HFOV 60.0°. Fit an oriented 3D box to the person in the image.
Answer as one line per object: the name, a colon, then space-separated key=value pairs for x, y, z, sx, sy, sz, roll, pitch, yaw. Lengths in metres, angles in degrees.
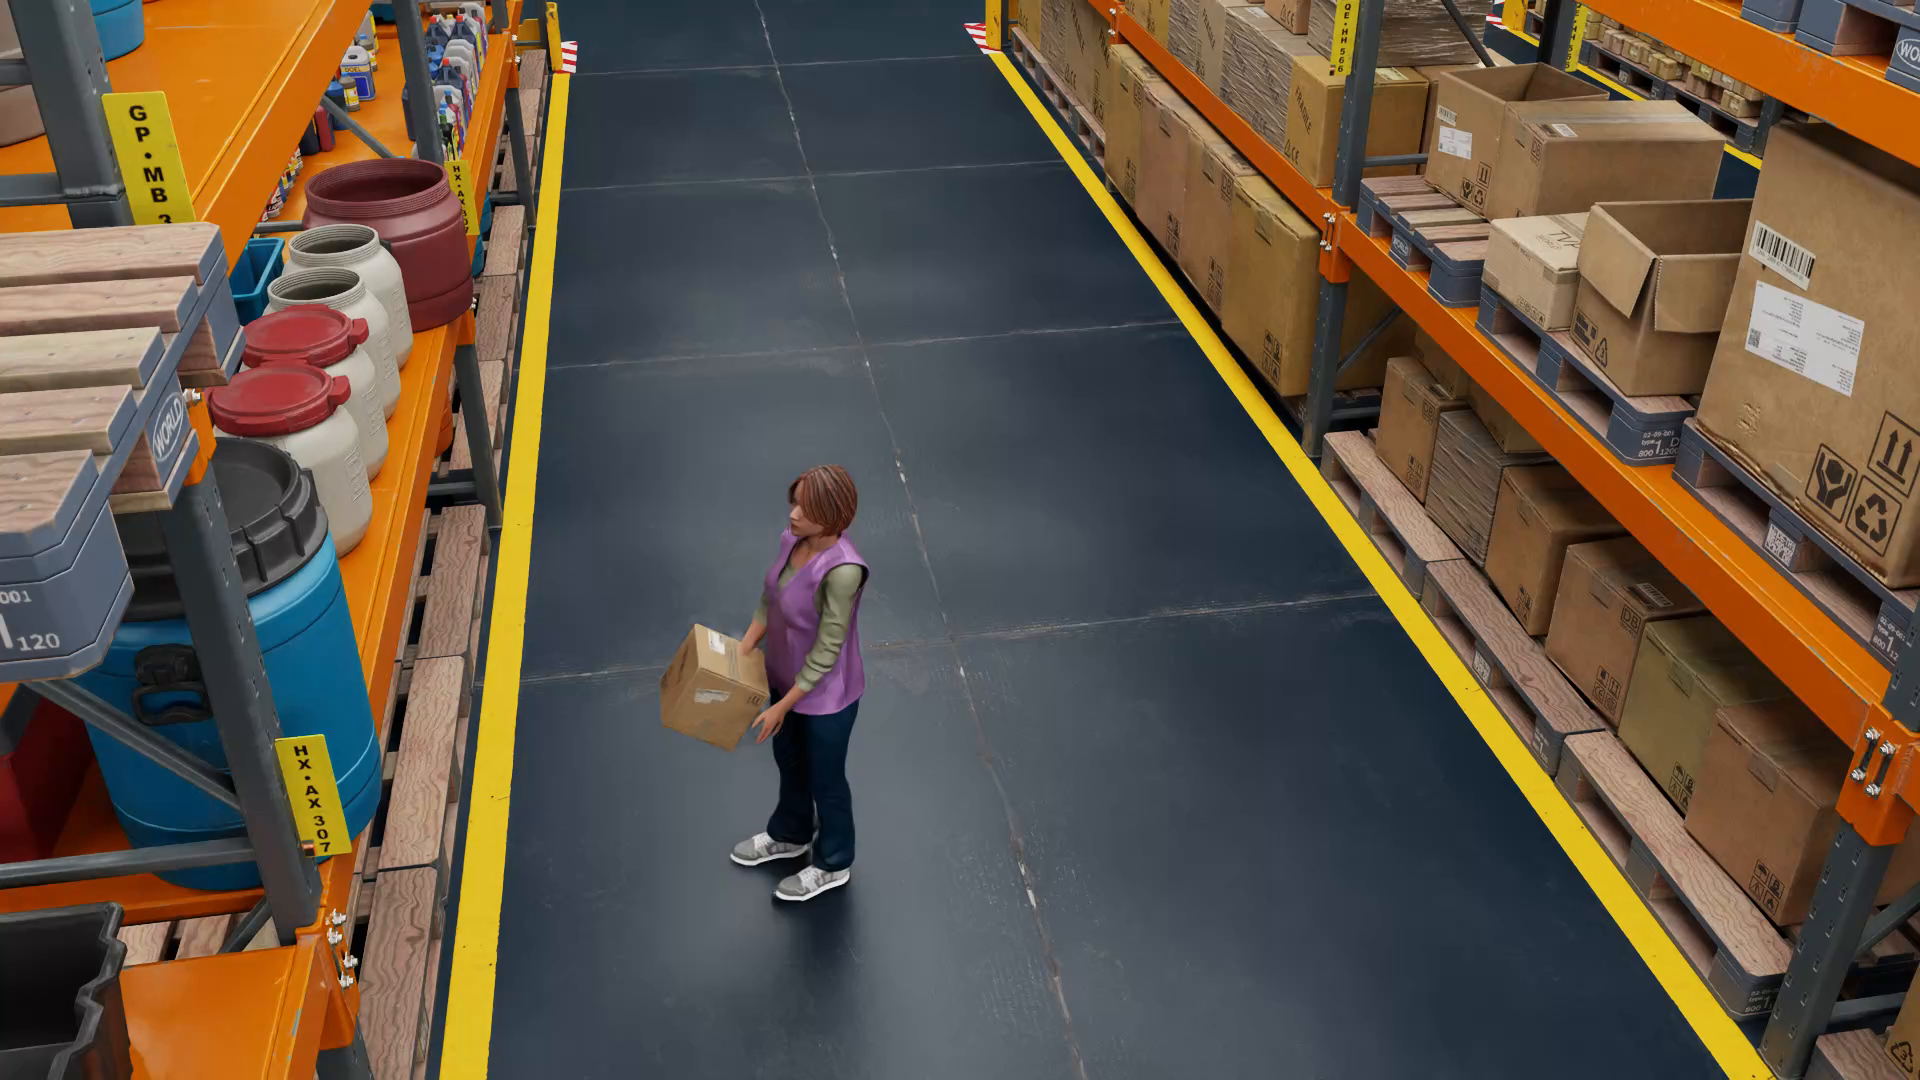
person: x=-0.524 y=0.481 z=5.335 sx=0.437 sy=1.600 sz=0.478 roll=-17 pitch=35 yaw=-26
